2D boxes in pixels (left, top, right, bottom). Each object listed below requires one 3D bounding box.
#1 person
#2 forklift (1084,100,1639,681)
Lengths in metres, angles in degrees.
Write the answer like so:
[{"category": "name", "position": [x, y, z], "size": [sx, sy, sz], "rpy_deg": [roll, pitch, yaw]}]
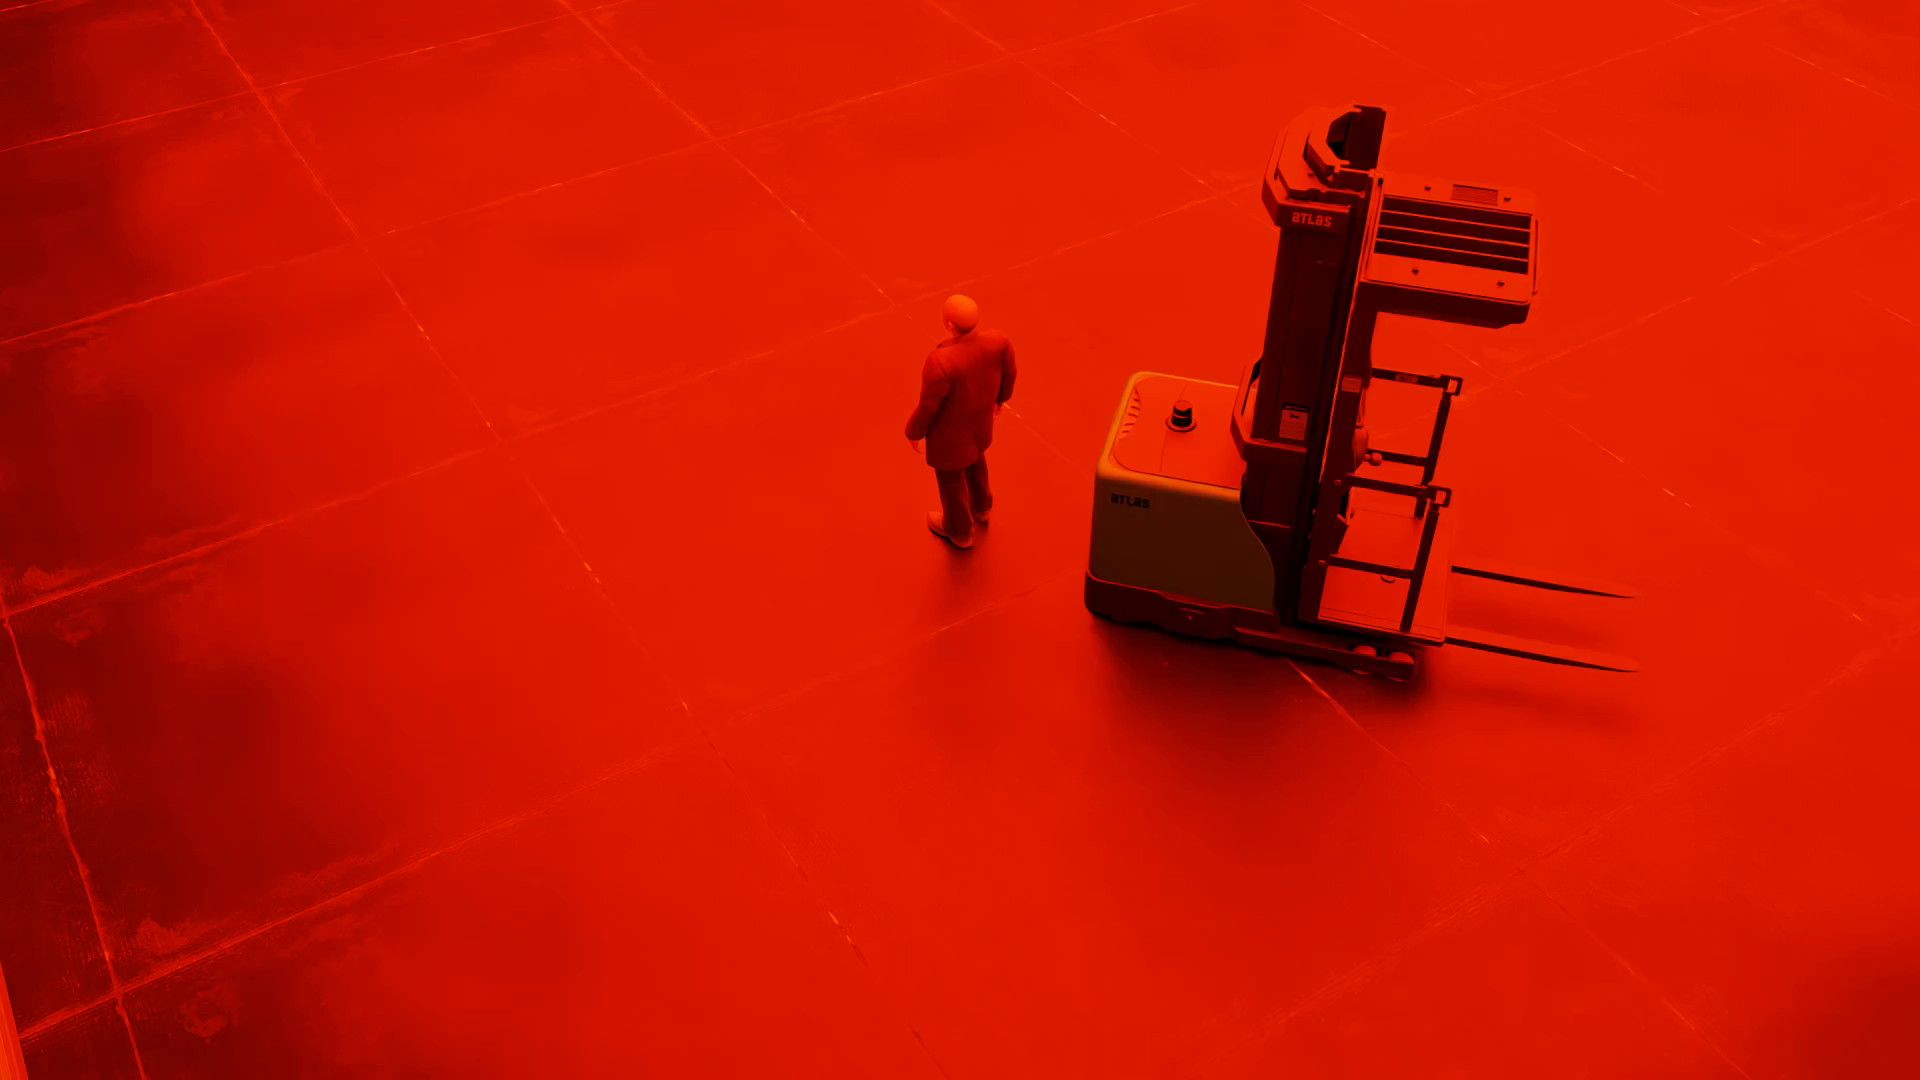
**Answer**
[{"category": "person", "position": [-0.047, -0.727, 9.569], "size": [0.698, 1.777, 0.580], "rpy_deg": [-23, 46, -24]}, {"category": "forklift", "position": [2.290, -0.713, 8.687], "size": [3.031, 2.935, 1.130], "rpy_deg": [11, 42, 12]}]
